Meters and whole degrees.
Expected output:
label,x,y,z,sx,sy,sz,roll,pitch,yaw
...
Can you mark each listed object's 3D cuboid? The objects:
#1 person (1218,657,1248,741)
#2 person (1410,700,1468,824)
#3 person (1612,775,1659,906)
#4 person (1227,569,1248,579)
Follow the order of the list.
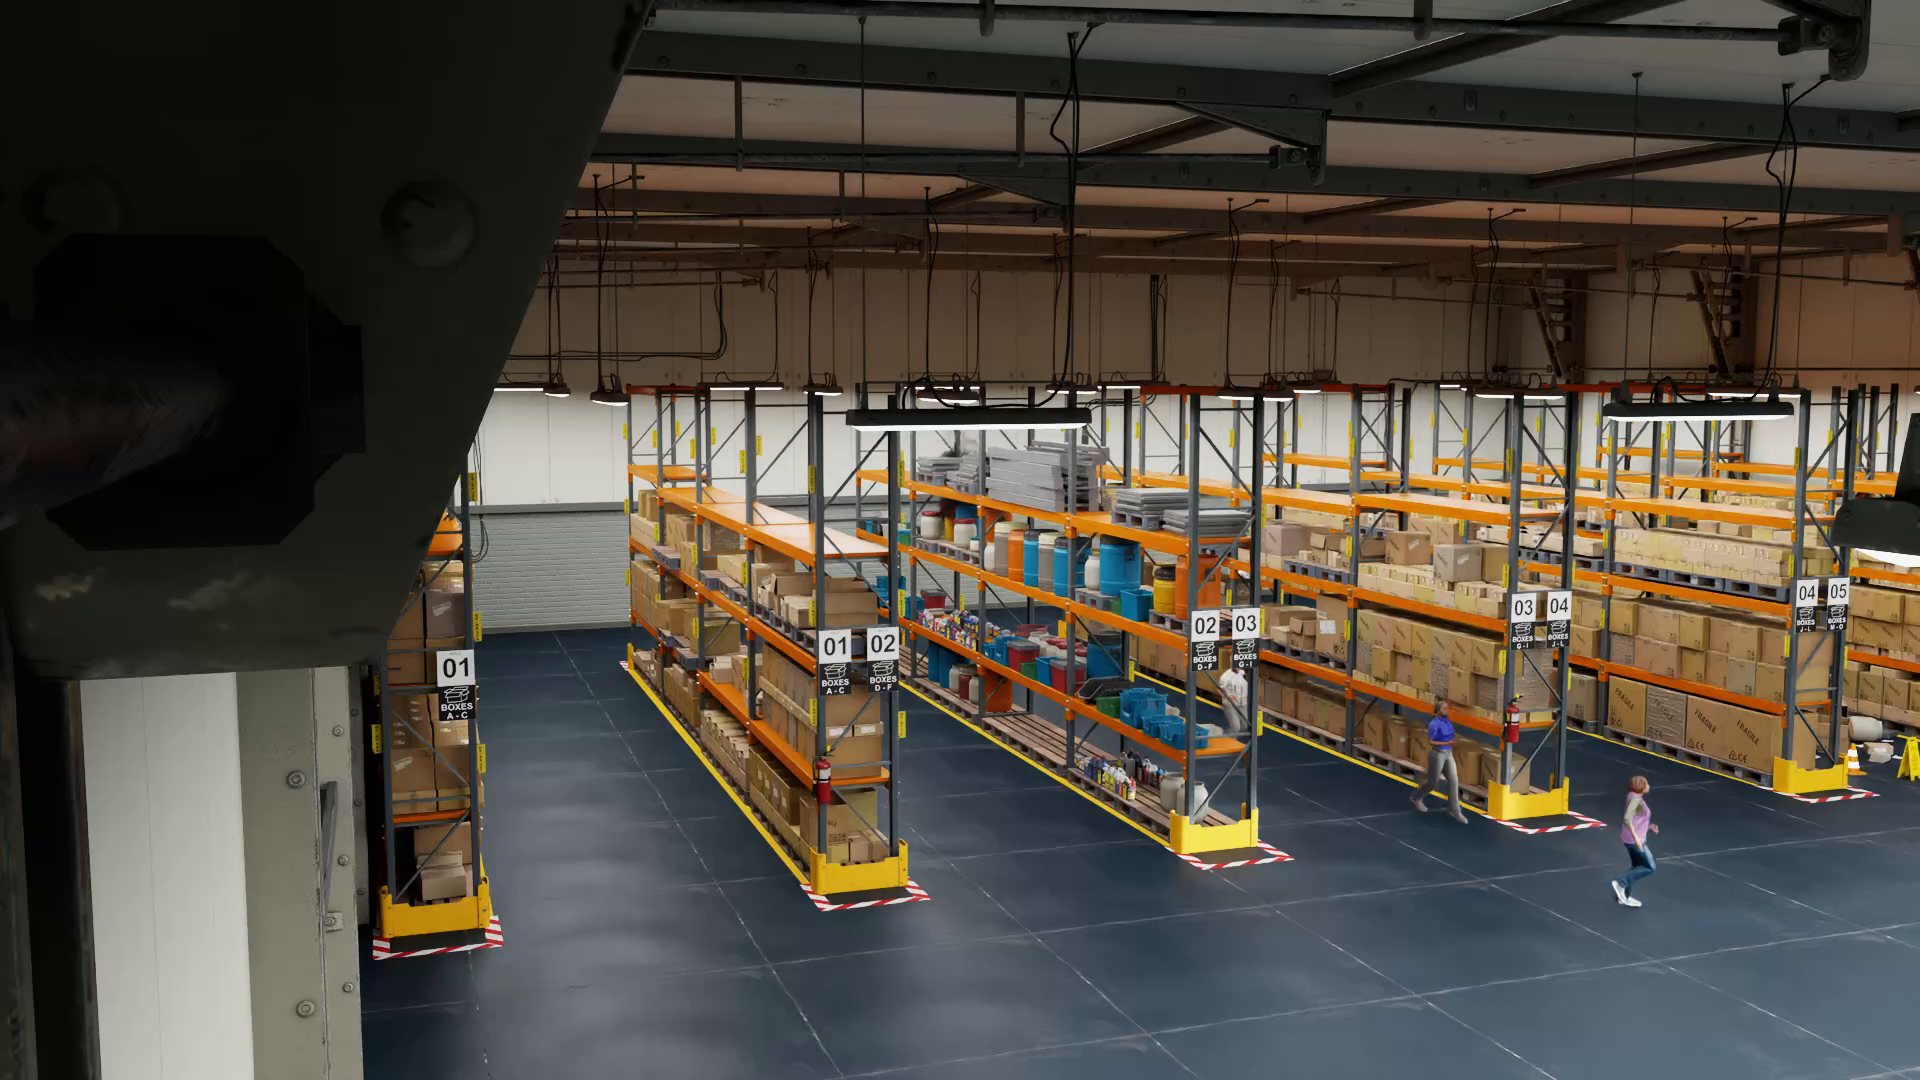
label,x,y,z,sx,sy,sz,roll,pitch,yaw
person,4.536,2.705,27.345,0.602,1.618,0.568,-3,6,-24
person,6.741,3.081,23.361,0.574,1.680,0.883,-4,7,-36
person,7.961,3.539,19.576,0.532,1.569,0.549,1,6,13
person,6.715,1.283,40.632,0.529,1.748,0.719,-5,8,-38
